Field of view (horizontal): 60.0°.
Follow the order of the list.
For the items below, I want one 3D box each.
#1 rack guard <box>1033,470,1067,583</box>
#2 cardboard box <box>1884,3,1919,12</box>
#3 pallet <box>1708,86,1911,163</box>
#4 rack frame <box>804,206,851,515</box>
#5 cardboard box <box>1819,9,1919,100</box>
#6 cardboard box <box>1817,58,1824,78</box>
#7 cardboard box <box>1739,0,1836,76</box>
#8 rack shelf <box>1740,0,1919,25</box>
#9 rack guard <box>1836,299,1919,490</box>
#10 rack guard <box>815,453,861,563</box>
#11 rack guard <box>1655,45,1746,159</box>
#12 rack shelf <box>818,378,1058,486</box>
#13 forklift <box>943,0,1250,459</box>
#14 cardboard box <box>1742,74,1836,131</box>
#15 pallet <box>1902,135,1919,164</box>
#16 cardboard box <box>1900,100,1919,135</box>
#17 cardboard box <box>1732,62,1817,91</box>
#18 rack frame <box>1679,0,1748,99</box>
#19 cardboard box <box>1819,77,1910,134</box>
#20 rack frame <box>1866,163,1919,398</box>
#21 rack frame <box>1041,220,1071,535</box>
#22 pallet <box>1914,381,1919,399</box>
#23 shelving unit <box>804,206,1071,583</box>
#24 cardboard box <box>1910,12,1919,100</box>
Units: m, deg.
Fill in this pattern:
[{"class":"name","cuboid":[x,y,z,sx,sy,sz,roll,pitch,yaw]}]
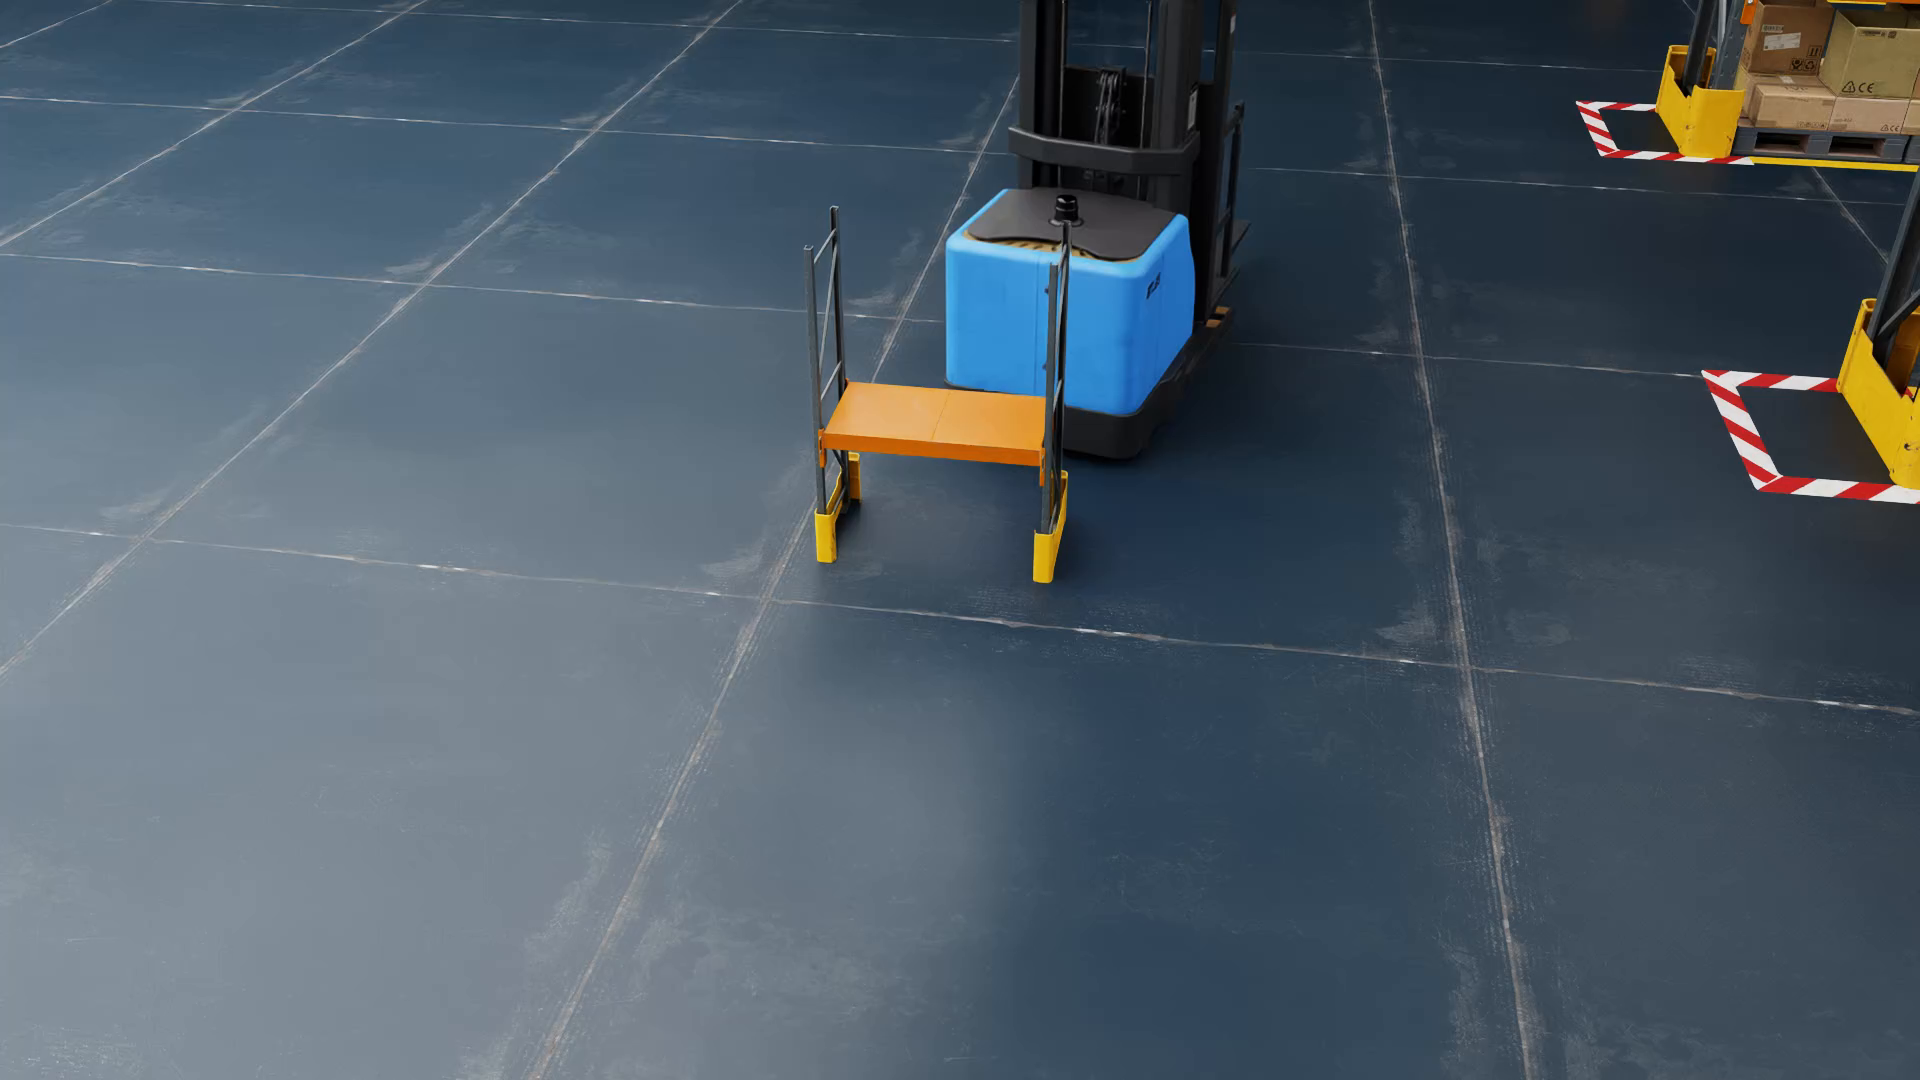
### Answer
[{"class":"rack guard","cuboid":[0.416,-0.068,7.624,0.087,0.250,0.587,5,32,8]},{"class":"cardboard box","cuboid":[7.188,-3.746,12.397,0.500,0.500,0.500,5,32,8]},{"class":"pallet","cuboid":[6.382,-3.161,12.602,1.213,0.211,1.003,5,32,8]},{"class":"rack frame","cuboid":[-0.585,-0.689,7.437,0.032,1.500,0.500,5,32,8]},{"class":"cardboard box","cuboid":[6.605,-3.512,12.023,0.500,0.500,0.500,5,32,8]},{"class":"cardboard box","cuboid":[6.694,-3.471,12.663,0.500,0.250,0.500,5,32,8]},{"class":"cardboard box","cuboid":[6.199,-3.828,12.527,0.500,0.500,0.500,5,32,8]},{"class":"rack shelf","cuboid":[7.592,-3.906,11.842,4.000,0.370,1.077,5,32,8]},{"class":"rack guard","cuboid":[4.866,-0.758,8.489,0.348,0.500,1.175,5,32,8]},{"class":"rack guard","cuboid":[-0.566,-0.157,7.766,0.087,0.250,0.587,5,32,8]},{"class":"rack guard","cuboid":[5.597,-3.332,12.603,0.348,0.500,1.175,5,32,8]},{"class":"rack shelf","cuboid":[-0.084,-0.491,7.460,1.000,0.185,0.538,5,32,8]},{"class":"forklift","cuboid":[0.950,-2.415,8.846,1.130,2.935,3.031,12,34,19]},{"class":"cardboard box","cuboid":[6.112,-3.238,12.292,0.500,0.250,0.500,5,32,8]},{"class":"pallet","cuboid":[7.581,-3.051,12.426,1.213,0.211,1.003,5,32,8]},{"class":"cardboard box","cuboid":[7.098,-3.150,12.152,0.500,0.250,0.500,5,32,8]},{"class":"cardboard box","cuboid":[6.199,-3.509,12.725,0.500,0.250,0.500,5,32,8]},{"class":"rack frame","cuboid":[5.621,-4.390,11.936,0.127,3.000,1.000,5,32,8]},{"class":"cardboard box","cuboid":[6.605,-3.195,12.224,0.500,0.250,0.500,5,32,8]},{"class":"rack frame","cuboid":[4.784,-1.799,7.798,0.127,3.000,1.000,5,32,8]},{"class":"rack frame","cuboid":[0.417,-0.598,7.292,0.032,1.500,0.500,5,32,8]},{"class":"pallet","cuboid":[5.666,-0.560,8.446,1.213,0.211,1.003,5,32,8]},{"class":"shelving unit","cuboid":[-0.075,-0.643,7.363,1.083,1.500,0.587,5,32,8]},{"class":"cardboard box","cuboid":[7.100,-3.474,11.963,0.500,0.500,0.500,5,32,8]}]
